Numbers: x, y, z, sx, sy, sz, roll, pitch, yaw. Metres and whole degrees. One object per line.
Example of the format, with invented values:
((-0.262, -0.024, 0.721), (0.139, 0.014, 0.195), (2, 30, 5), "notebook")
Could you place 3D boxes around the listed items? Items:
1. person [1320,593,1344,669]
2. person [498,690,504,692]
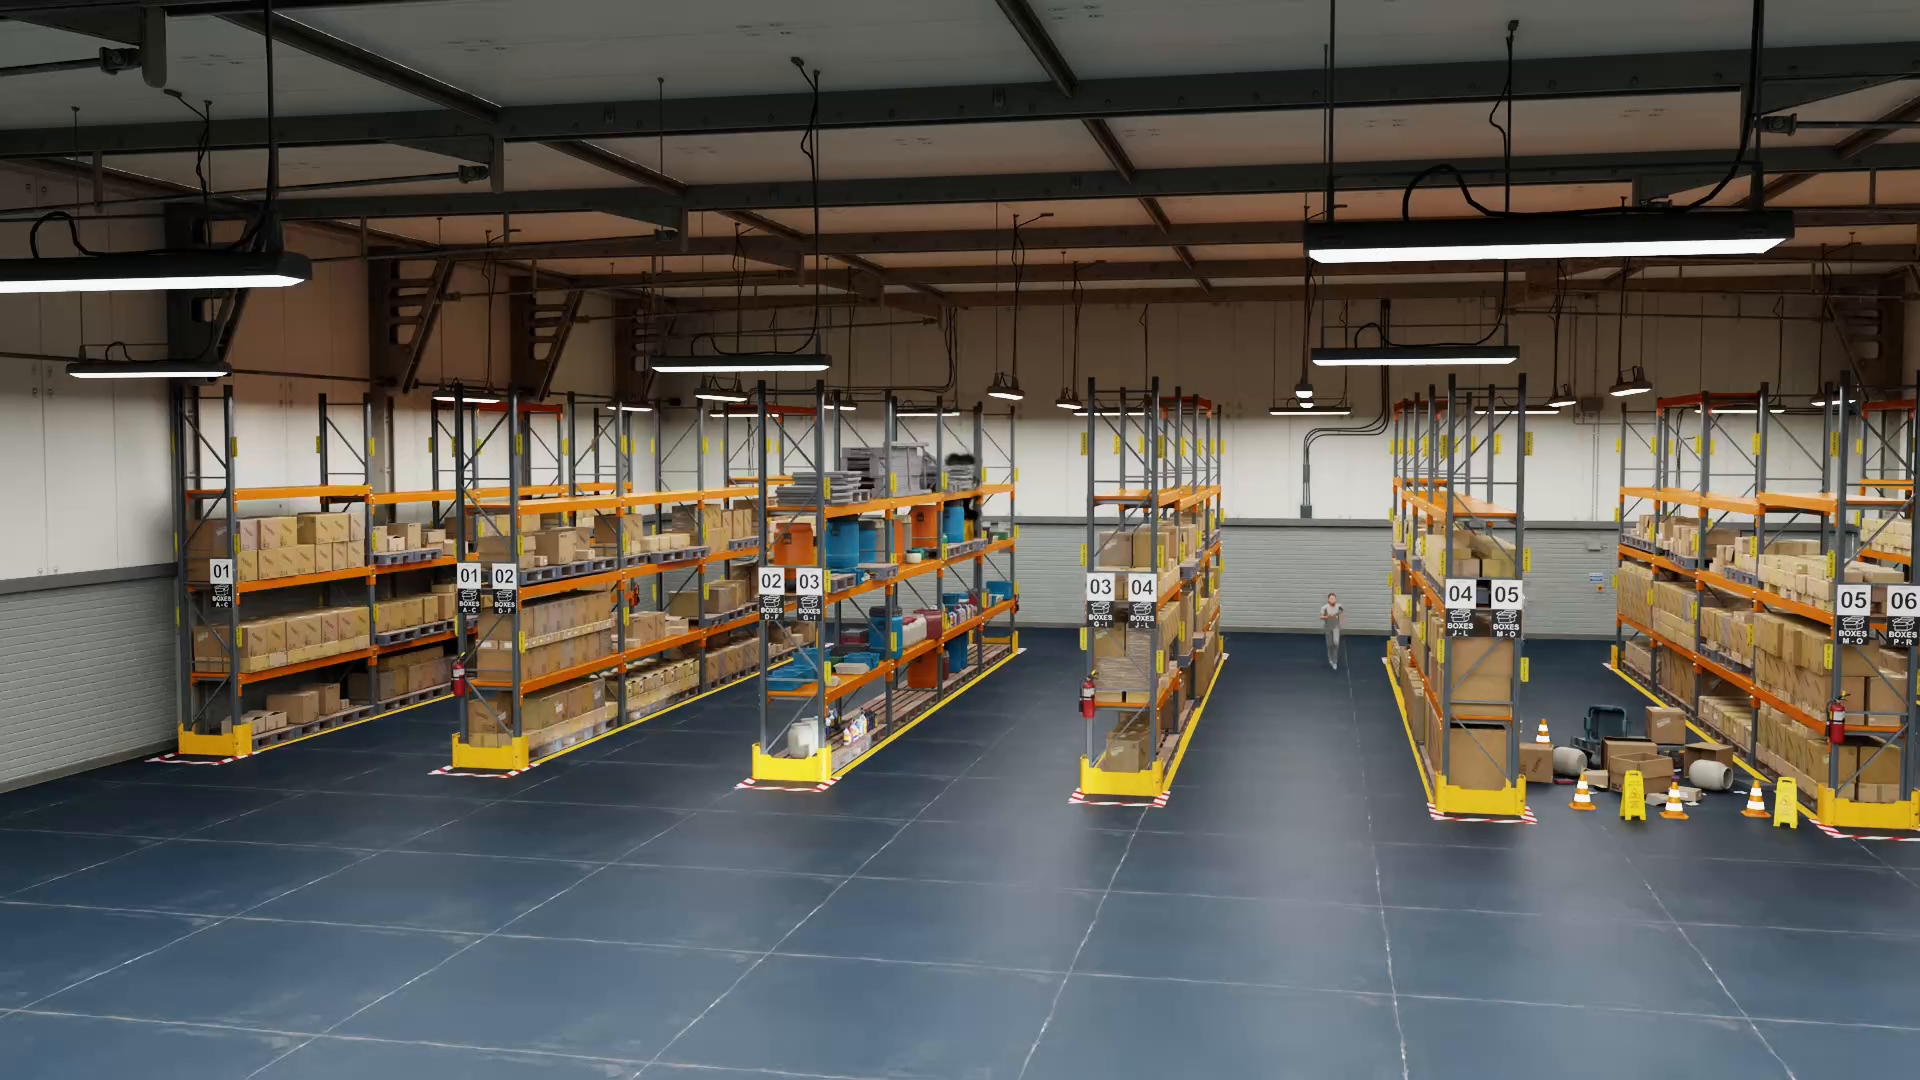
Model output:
((8.454, 2.069, 37.807), (0.552, 1.741, 0.843), (1, 3, 11), "person")
((-8.218, 2.517, 30.364), (0.644, 1.624, 0.646), (0, 3, 5), "person")
